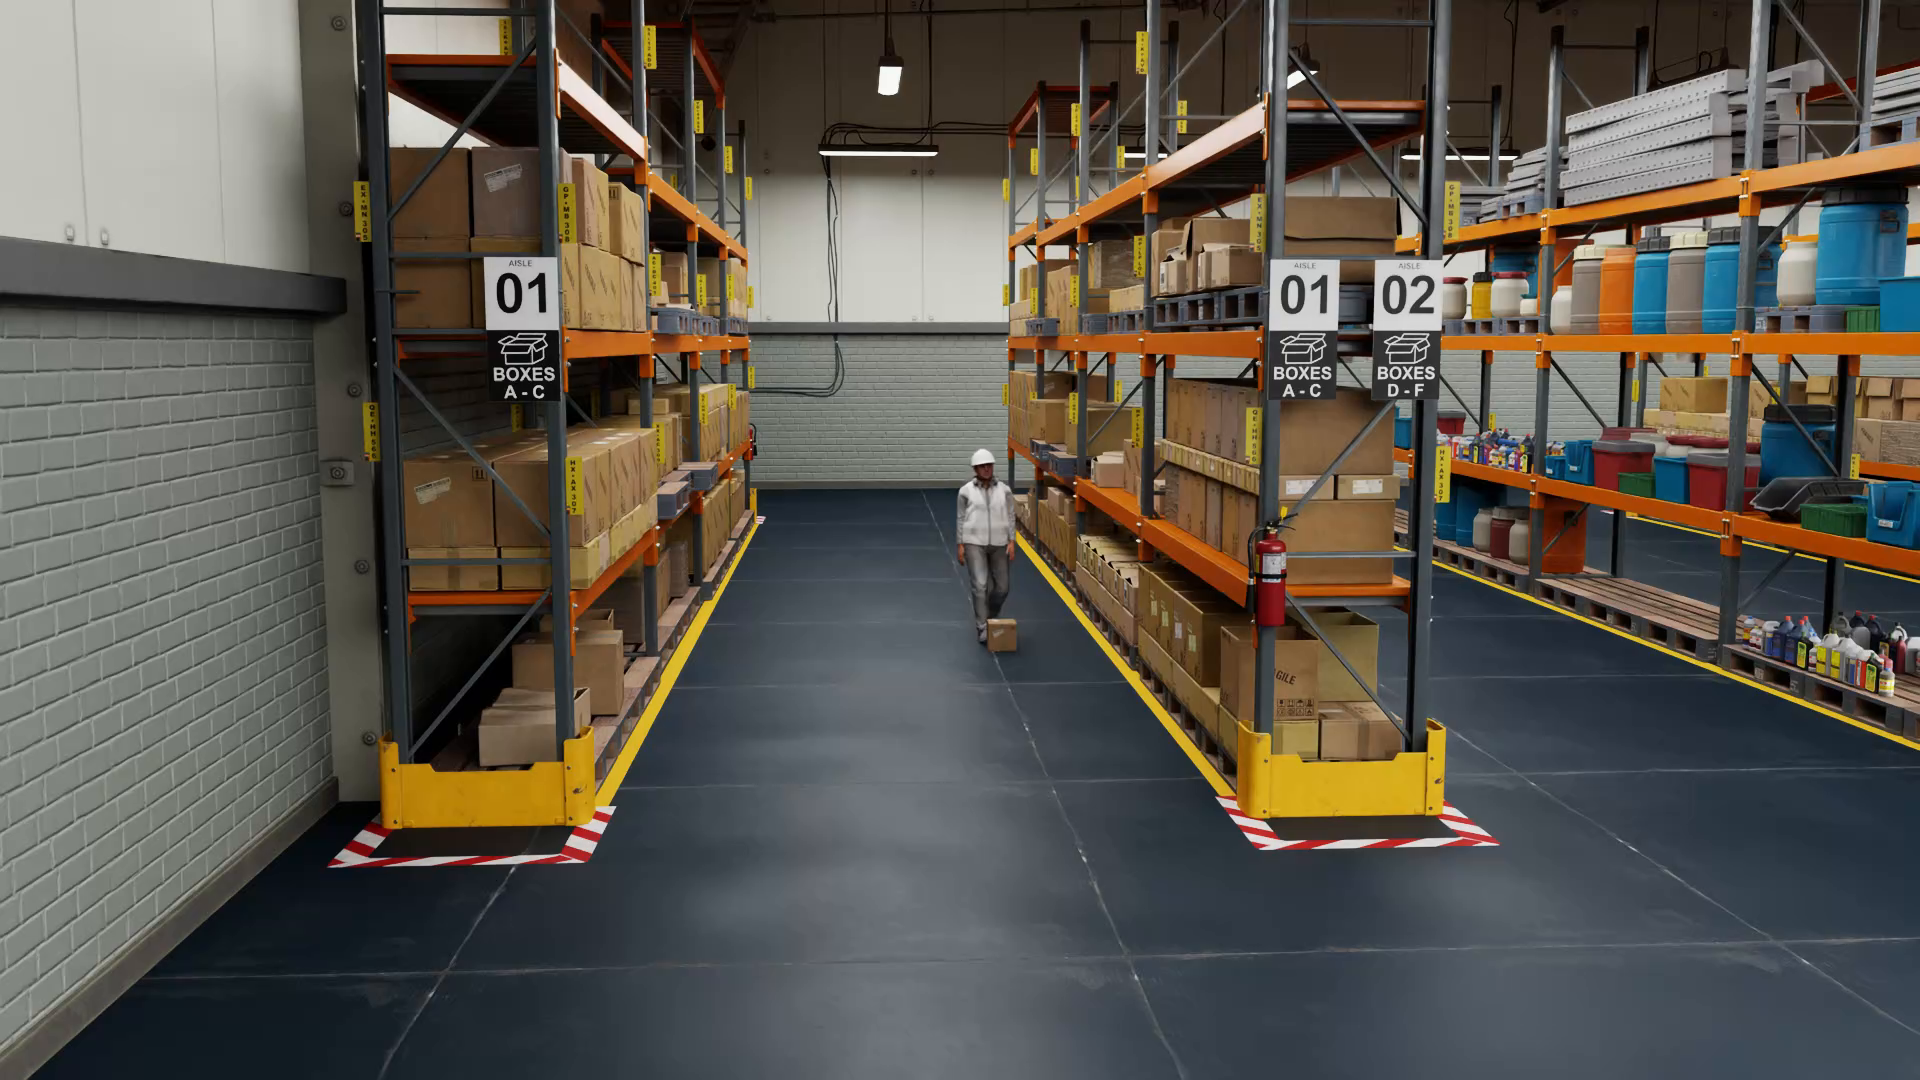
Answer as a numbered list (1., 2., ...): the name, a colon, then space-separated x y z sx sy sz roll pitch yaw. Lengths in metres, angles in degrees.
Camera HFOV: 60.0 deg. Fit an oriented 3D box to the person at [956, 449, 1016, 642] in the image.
1. person: 0.257 0.041 15.305 0.550 1.748 0.826 -1 7 -11
